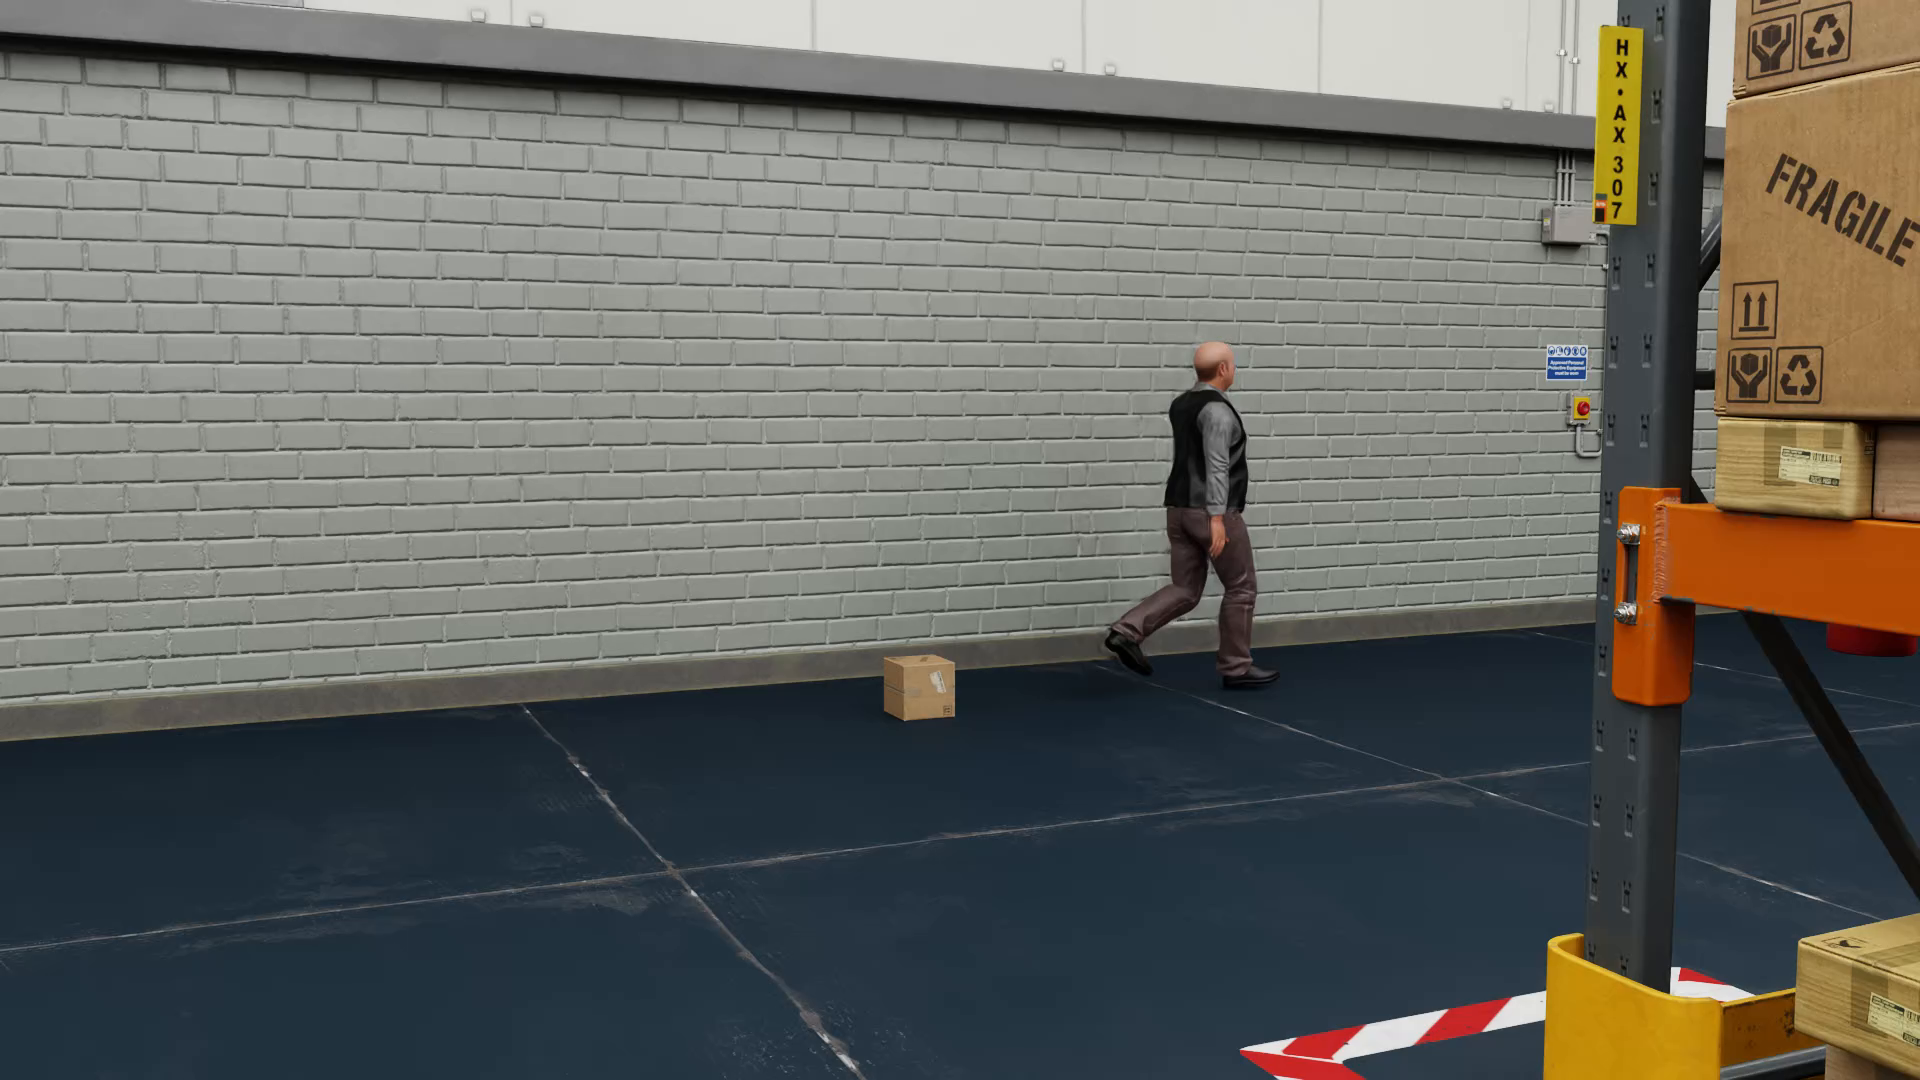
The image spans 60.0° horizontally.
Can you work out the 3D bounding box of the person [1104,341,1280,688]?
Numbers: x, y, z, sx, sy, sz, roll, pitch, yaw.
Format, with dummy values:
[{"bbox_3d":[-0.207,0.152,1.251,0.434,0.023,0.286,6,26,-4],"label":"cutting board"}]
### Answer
[{"bbox_3d":[1.140,-0.119,8.120,0.890,1.694,0.550,-2,6,-21],"label":"person"}]
